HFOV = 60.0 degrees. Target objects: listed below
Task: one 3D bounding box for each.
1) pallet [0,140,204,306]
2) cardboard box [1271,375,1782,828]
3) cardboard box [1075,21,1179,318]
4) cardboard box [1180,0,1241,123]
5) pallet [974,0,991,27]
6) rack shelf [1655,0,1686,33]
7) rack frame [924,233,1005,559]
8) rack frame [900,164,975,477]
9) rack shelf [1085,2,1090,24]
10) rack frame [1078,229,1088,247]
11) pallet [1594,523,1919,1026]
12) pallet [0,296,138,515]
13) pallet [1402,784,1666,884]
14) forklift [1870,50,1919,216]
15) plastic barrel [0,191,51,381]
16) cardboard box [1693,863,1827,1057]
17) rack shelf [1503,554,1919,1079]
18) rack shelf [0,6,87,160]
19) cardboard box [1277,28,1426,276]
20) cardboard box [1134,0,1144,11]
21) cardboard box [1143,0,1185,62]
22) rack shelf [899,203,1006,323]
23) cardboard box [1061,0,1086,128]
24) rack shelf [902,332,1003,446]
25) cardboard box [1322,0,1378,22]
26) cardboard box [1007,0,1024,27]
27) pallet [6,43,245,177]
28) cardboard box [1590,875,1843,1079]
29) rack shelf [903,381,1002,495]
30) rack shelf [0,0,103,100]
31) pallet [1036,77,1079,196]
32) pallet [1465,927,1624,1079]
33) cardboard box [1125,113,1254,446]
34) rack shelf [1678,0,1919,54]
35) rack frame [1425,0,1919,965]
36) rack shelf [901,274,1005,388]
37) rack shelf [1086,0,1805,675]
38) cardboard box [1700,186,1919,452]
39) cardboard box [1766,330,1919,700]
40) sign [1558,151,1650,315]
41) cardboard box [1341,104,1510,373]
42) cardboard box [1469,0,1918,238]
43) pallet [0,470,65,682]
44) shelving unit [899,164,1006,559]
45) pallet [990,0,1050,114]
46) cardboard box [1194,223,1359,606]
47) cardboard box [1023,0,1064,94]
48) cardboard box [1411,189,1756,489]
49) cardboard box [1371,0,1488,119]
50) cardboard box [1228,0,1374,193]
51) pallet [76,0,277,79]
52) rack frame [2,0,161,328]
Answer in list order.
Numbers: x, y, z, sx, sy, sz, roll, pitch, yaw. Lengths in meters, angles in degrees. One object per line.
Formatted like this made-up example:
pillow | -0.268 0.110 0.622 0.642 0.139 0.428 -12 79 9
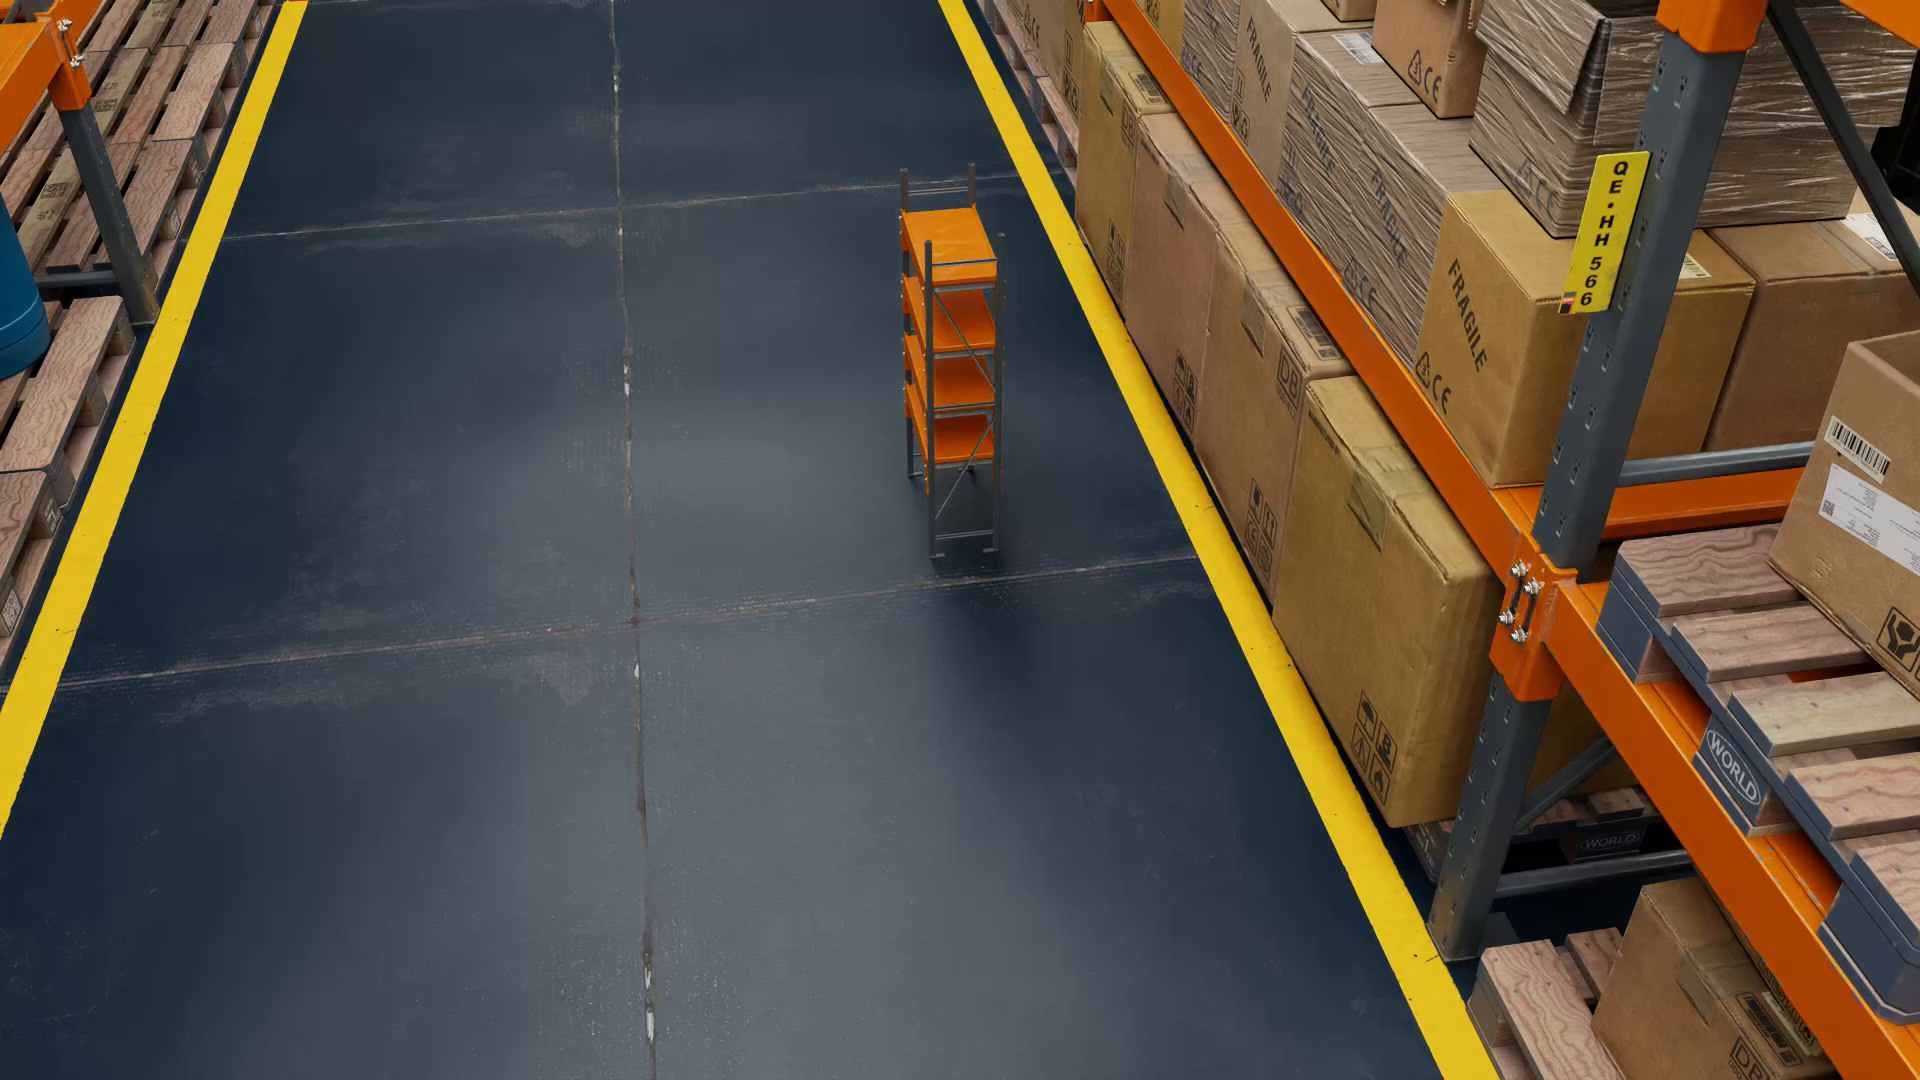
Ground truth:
pallet | -4.005 -1.392 7.370 1.003 0.211 1.213 -6 38 -8
cardboard box | 1.640 0.084 4.587 1.225 0.875 0.875 -8 39 -10
cardboard box | 1.171 -1.529 6.662 1.225 0.875 0.875 -6 38 -8
cardboard box | 1.050 -1.715 5.431 0.500 0.500 0.500 -7 38 -9
pallet | 0.555 -3.427 9.989 1.003 0.211 1.213 -6 38 -8
rack shelf | 1.389 -2.279 4.380 1.077 0.370 4.000 -6 38 -8
rack frame | 0.014 -0.426 5.321 0.240 1.200 0.015 -6 38 -8
rack frame | -0.072 -0.721 5.700 0.240 1.200 0.015 -6 38 -8
rack shelf | 0.688 -3.510 8.410 1.077 0.370 4.000 -6 38 -8
rack frame | 1.039 -2.586 6.634 1.000 3.000 0.127 -6 38 -8
pallet | 1.970 0.324 3.044 1.213 0.211 1.003 -6 38 -8
pallet | -3.743 -0.482 6.198 1.003 0.211 1.213 -6 38 -8
pallet | 1.676 0.447 5.003 1.003 0.211 1.213 -6 38 -8
forklift | 4.090 -1.942 5.861 1.130 2.935 3.031 -14 40 -17
plastic barrel | -3.759 -1.060 6.038 0.600 0.901 0.708 -6 38 -8
cardboard box | 1.887 0.748 3.409 0.500 0.250 0.500 -5 38 -6
rack shelf | 2.091 1.322 2.190 1.077 0.370 4.000 -6 38 -8
rack shelf | -3.487 -0.561 4.614 1.077 0.370 4.000 -6 38 -8
cardboard box | 1.234 -1.096 4.635 0.500 0.500 0.500 -7 38 -9
cardboard box | 0.873 -2.321 6.211 0.500 0.500 0.500 -6 38 -8
cardboard box | 0.962 -2.017 5.820 0.500 0.500 0.500 -6 38 -8
rack shelf | -0.029 -0.884 5.270 0.258 0.148 0.480 -6 38 -8
cardboard box | 1.002 -2.320 7.681 0.875 0.875 0.875 -6 38 -8
rack shelf | -0.029 -0.521 5.552 0.258 0.148 0.480 -6 38 -8
cardboard box | 1.392 -1.848 4.784 0.797 0.503 0.637 -5 38 -6
cardboard box | 0.688 -3.401 9.073 0.875 0.875 0.875 -6 38 -8
pallet | -4.222 -2.131 8.321 1.003 0.211 1.213 -6 38 -8
cardboard box | 1.877 1.046 3.638 0.700 0.500 0.500 -8 39 -10
rack shelf | -0.029 -0.364 5.674 0.258 0.148 0.480 -6 38 -8
rack shelf | -4.188 -2.977 7.724 1.077 0.370 4.000 -6 38 -8
pallet | 0.982 -1.953 8.092 1.003 0.211 1.213 -6 38 -8
pallet | 1.876 1.403 3.772 1.003 0.211 1.213 -6 38 -8
cardboard box | 1.328 -0.989 5.968 1.225 0.875 0.875 -7 38 -10
rack shelf | 2.091 0.137 1.270 1.077 0.370 4.000 -6 38 -8
rack frame | 1.740 -0.170 3.524 1.000 3.000 0.127 -6 38 -8
rack shelf | -0.029 -0.697 5.415 0.258 0.148 0.480 -6 38 -8
rack shelf | 1.389 -1.094 5.300 1.077 0.370 4.000 -6 38 -8
cardboard box | 1.923 -0.533 3.909 0.500 0.500 0.500 -5 38 -7
cardboard box | 1.874 -0.054 2.950 0.500 0.500 0.500 -11 39 -14
sign | 1.194 -0.566 3.090 0.100 0.325 0.005 -6 38 -8
cardboard box | 1.328 -0.783 4.231 0.500 0.500 0.500 -7 38 -8
cardboard box | 1.628 -1.049 3.756 0.797 0.503 0.637 -5 38 -6
pallet | -3.526 0.257 5.248 1.003 0.211 1.213 -6 38 -8
shelving unit | -0.029 -0.574 5.511 0.258 1.200 0.503 -6 38 -8
pallet | 0.765 -2.691 9.042 1.003 0.211 1.213 -6 38 -8
cardboard box | 1.491 -0.455 5.281 1.225 0.875 0.875 -6 38 -8
cardboard box | 0.844 -2.864 8.381 0.875 0.875 0.875 -6 38 -8
cardboard box | 1.410 -0.481 3.843 0.500 0.500 0.500 -5 38 -7
cardboard box | 1.516 -1.443 4.263 0.797 0.503 0.637 -5 38 -7
cardboard box | 1.145 -1.404 5.030 0.500 0.500 0.500 -6 38 -7
pallet | -4.432 -2.866 9.267 1.003 0.211 1.213 -6 38 -8
rack frame | -3.838 -2.054 5.948 1.000 3.000 0.127 -6 38 -8
